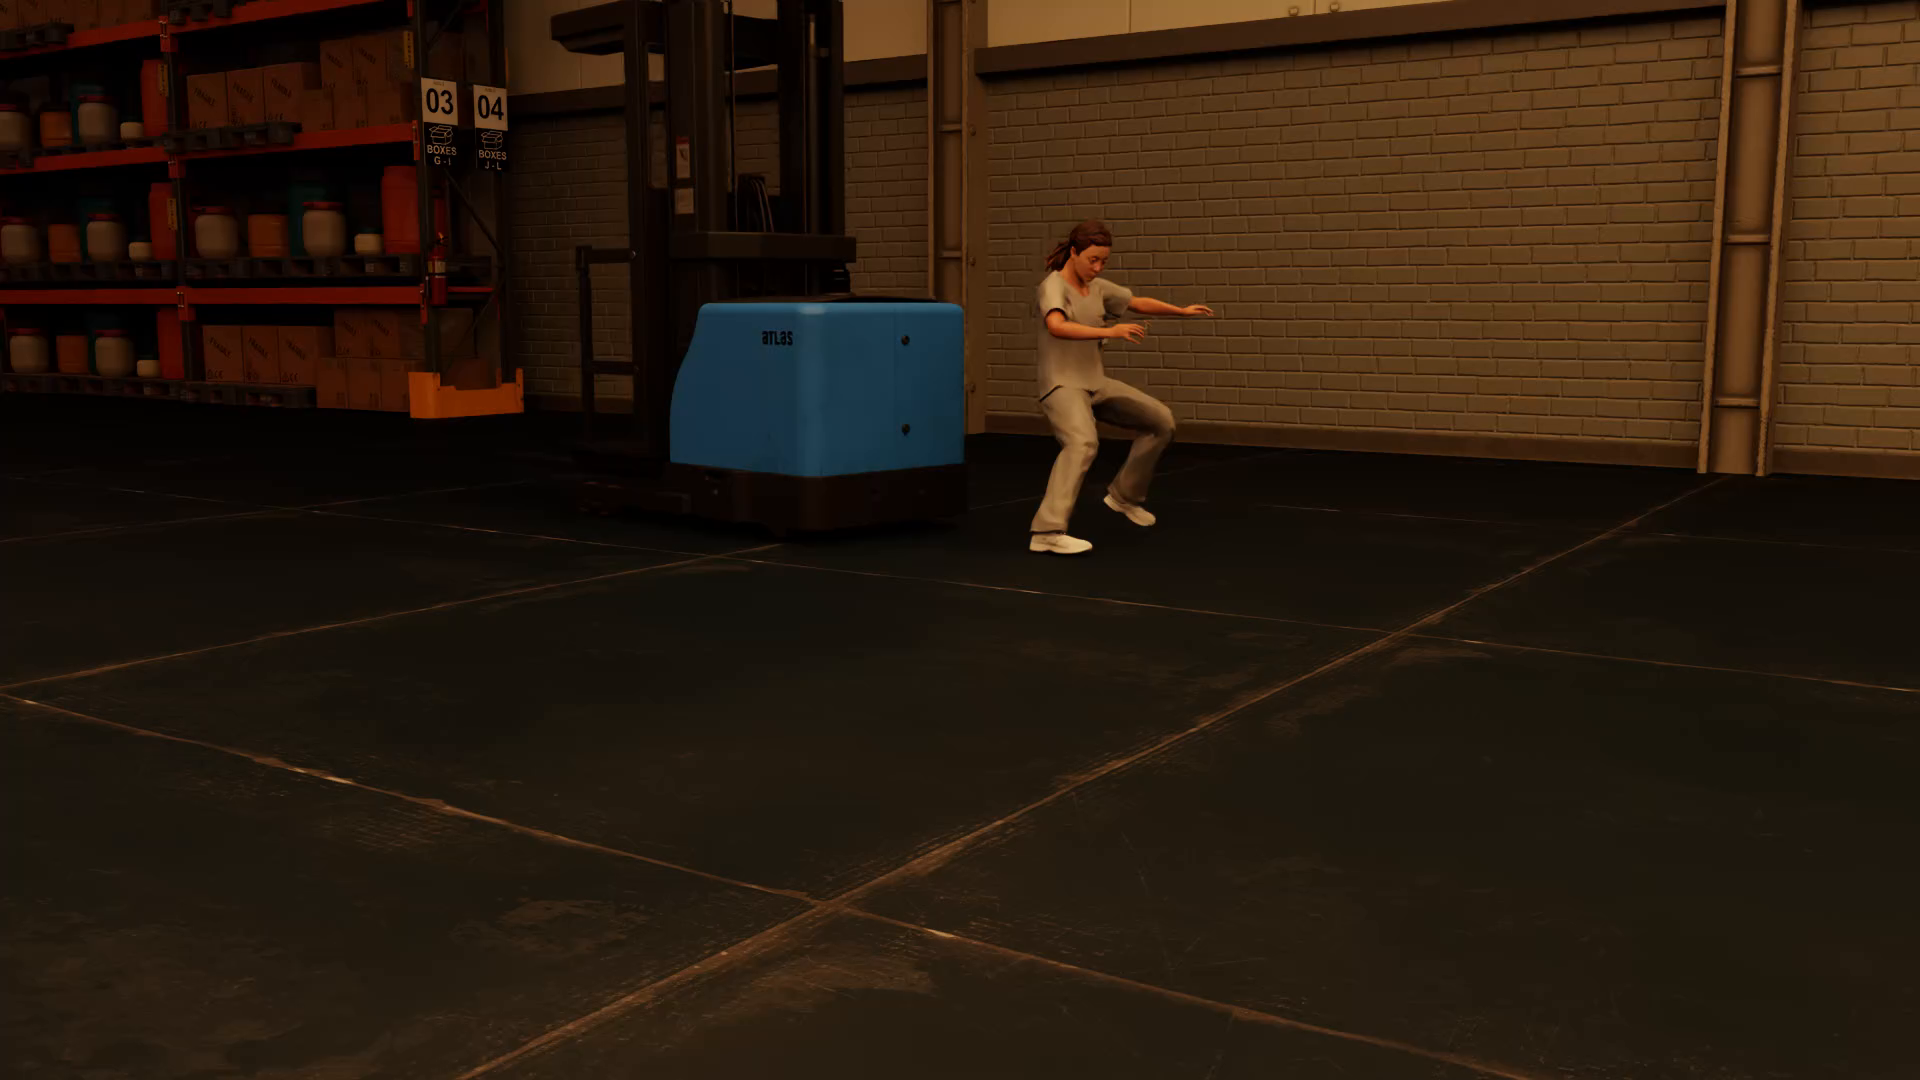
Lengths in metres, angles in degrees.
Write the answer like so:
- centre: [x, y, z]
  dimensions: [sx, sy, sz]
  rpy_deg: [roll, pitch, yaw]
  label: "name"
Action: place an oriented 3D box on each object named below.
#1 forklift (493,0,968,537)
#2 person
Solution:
- centre: [-1.366, -1.615, 8.550]
  dimensions: [3.031, 2.935, 1.130]
  rpy_deg: [8, 11, 44]
  label: "forklift"
- centre: [0.655, -0.714, 7.535]
  dimensions: [0.639, 1.443, 1.123]
  rpy_deg: [8, 11, 44]
  label: "person"
